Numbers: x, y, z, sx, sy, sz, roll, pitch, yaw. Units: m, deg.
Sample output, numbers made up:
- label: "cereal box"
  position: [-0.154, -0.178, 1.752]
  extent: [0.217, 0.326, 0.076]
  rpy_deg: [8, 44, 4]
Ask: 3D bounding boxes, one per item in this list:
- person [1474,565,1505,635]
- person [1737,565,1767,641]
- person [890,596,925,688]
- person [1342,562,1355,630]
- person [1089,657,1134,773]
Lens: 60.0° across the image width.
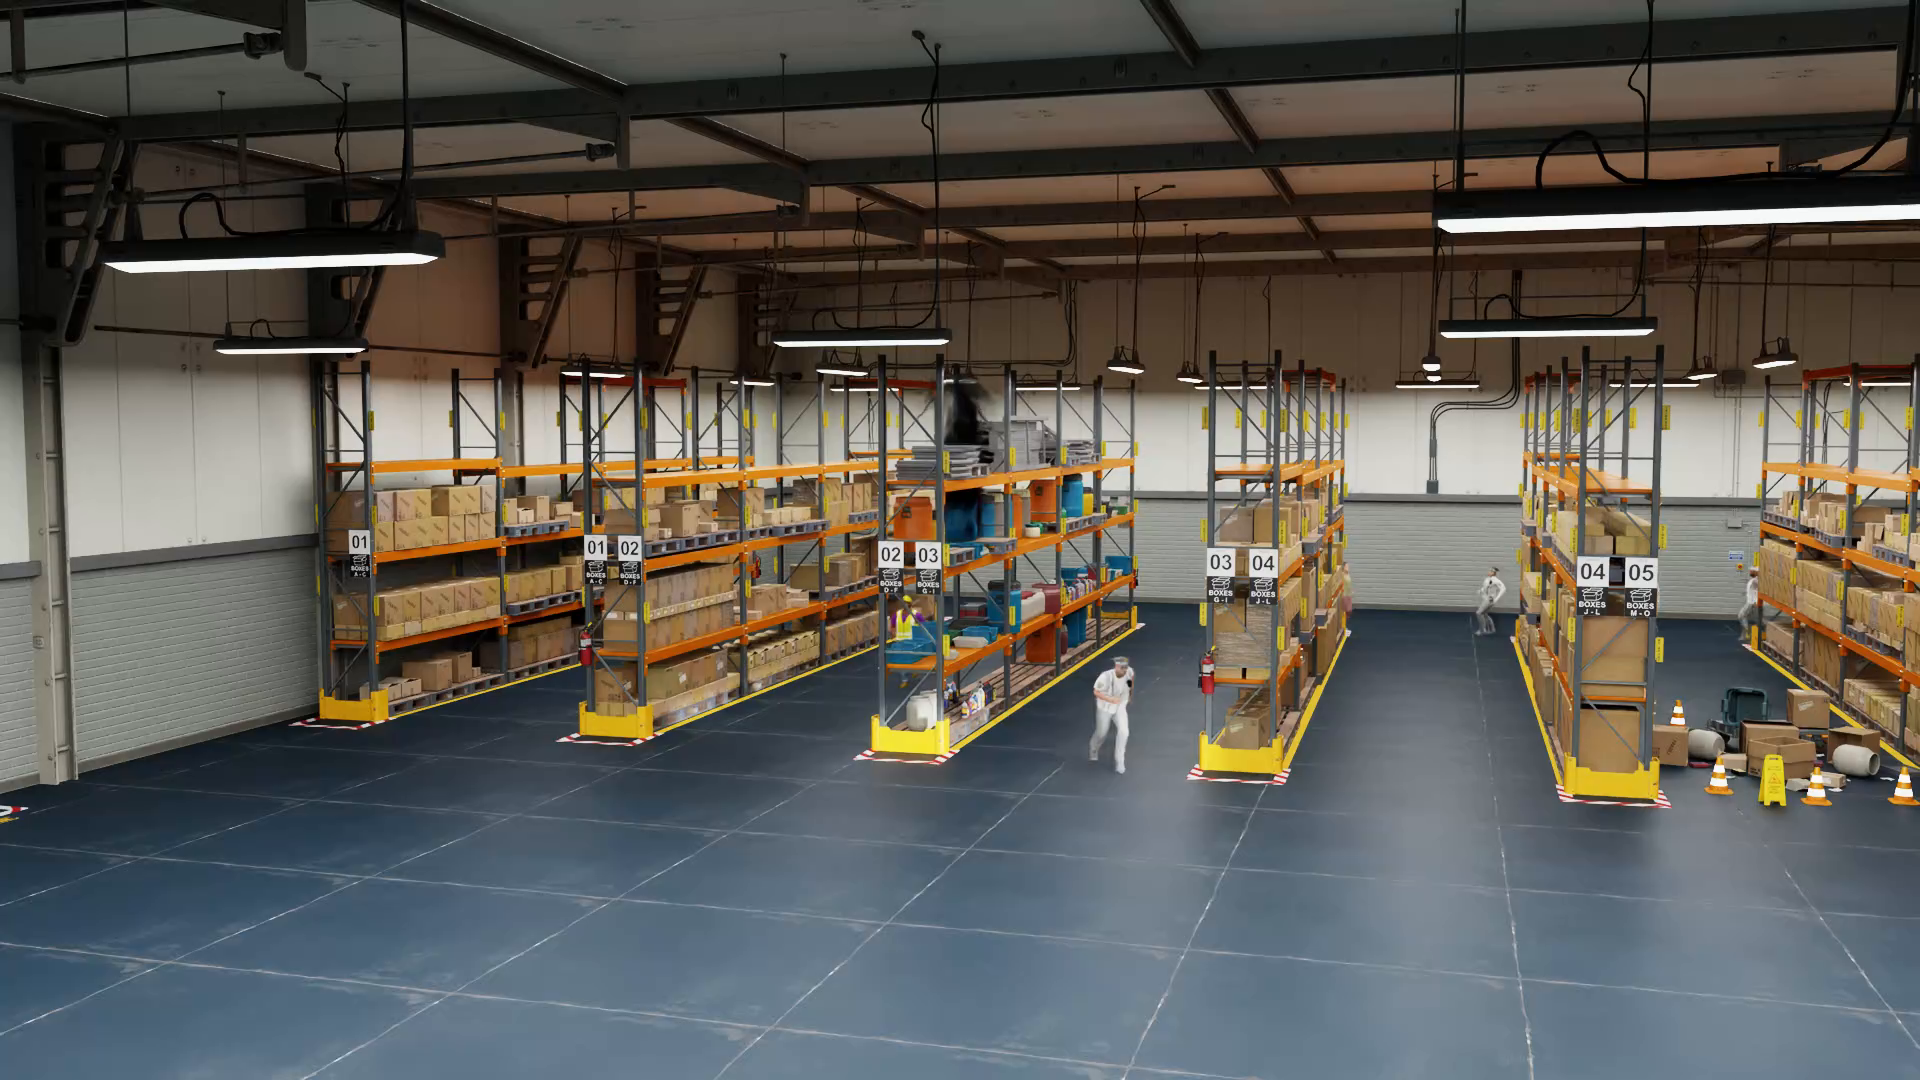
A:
- label: "person"
  position: [12.352, 1.421, 38.869]
  extent: [0.580, 1.682, 0.592]
  rpy_deg: [0, 4, 0]
- label: "person"
  position: [18.014, 1.442, 37.691]
  extent: [0.736, 1.798, 0.744]
  rpy_deg: [3, 5, 32]
- label: "person"
  position: [-1.002, 1.909, 31.391]
  extent: [0.702, 1.723, 0.598]
  rpy_deg: [1, 4, 16]
- label: "person"
  position: [9.210, 1.340, 39.979]
  extent: [0.604, 1.637, 0.531]
  rpy_deg: [-4, 6, -44]
- label: "person"
  position: [2.169, 2.490, 24.056]
  extent: [0.708, 1.721, 1.019]
  rpy_deg: [-2, 4, -23]
